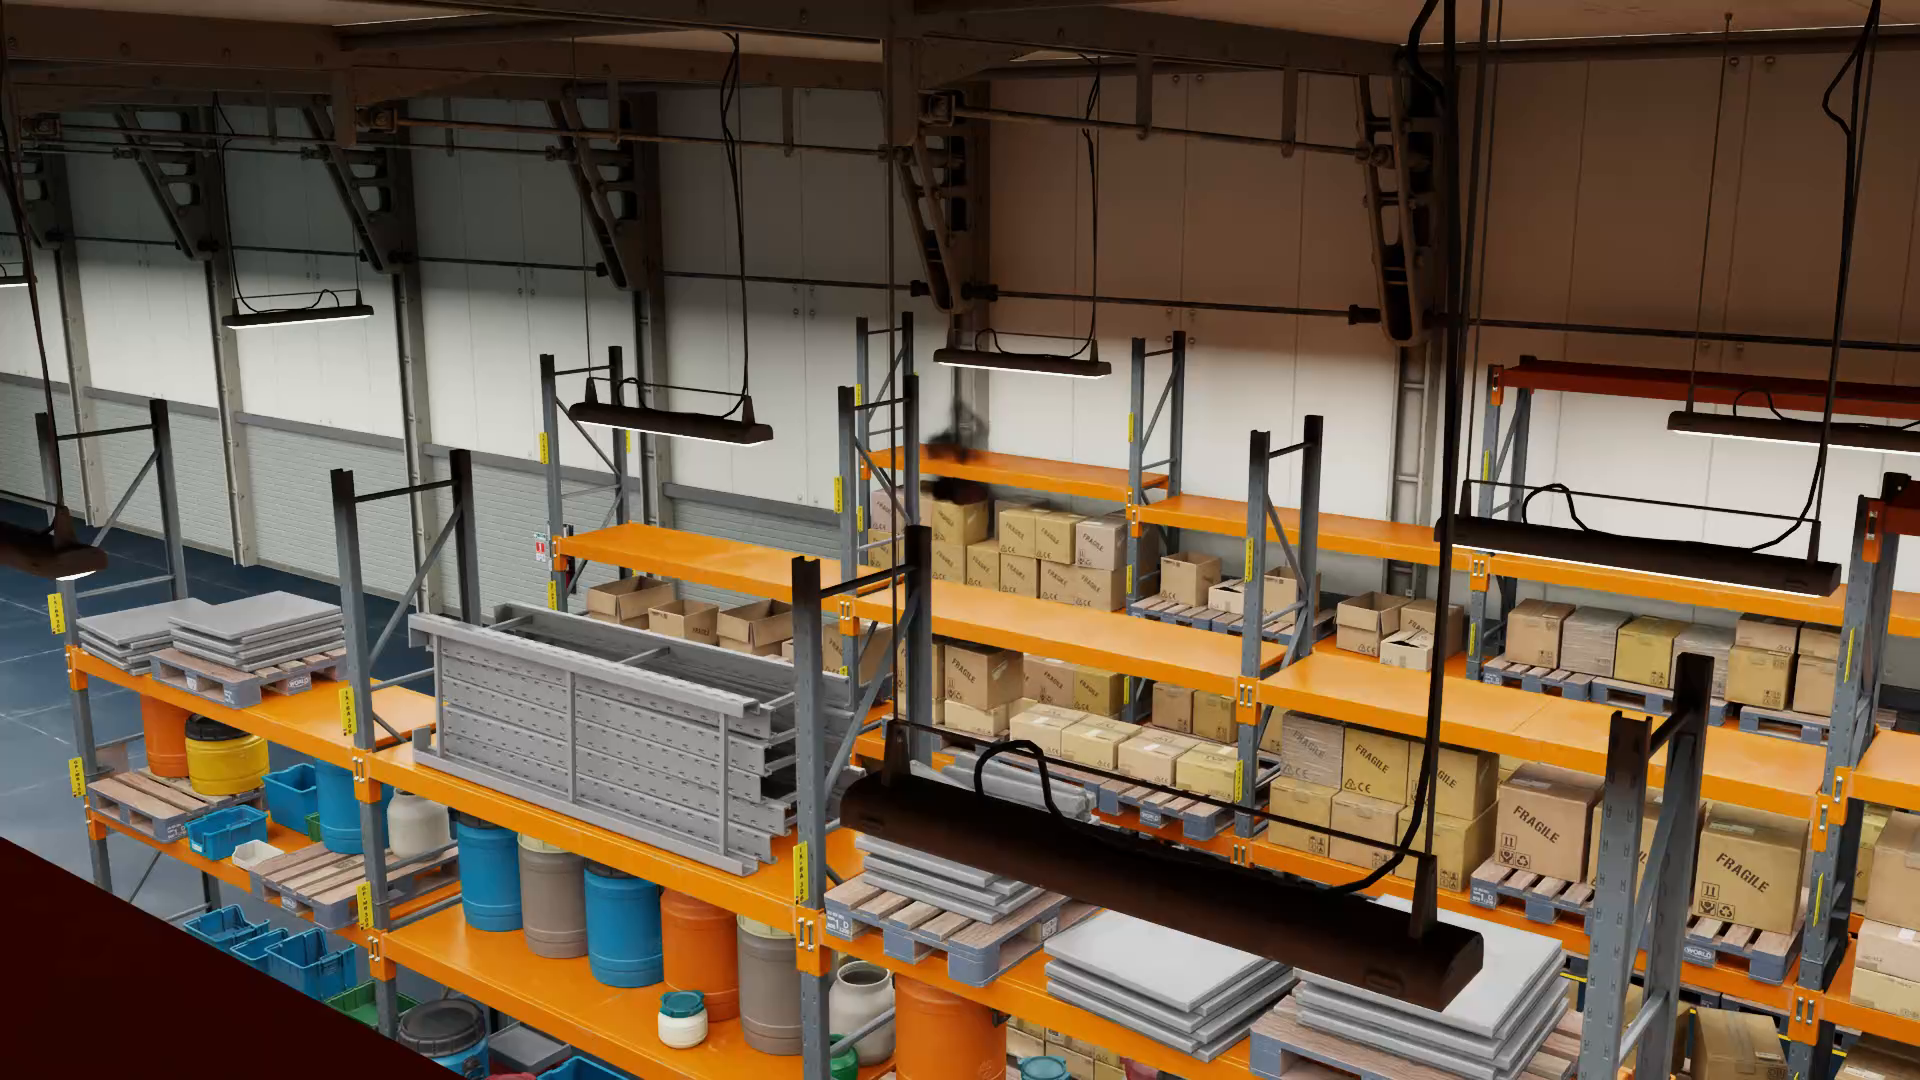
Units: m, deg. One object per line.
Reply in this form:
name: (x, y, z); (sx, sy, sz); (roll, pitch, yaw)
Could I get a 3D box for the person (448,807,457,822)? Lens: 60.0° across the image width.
person: (-5.806, 2.880, 18.985); (0.777, 1.623, 0.561); (-5, 14, -22)

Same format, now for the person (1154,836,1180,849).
person: (1.981, 3.534, 16.241); (0.873, 1.666, 0.606); (7, 15, 29)
